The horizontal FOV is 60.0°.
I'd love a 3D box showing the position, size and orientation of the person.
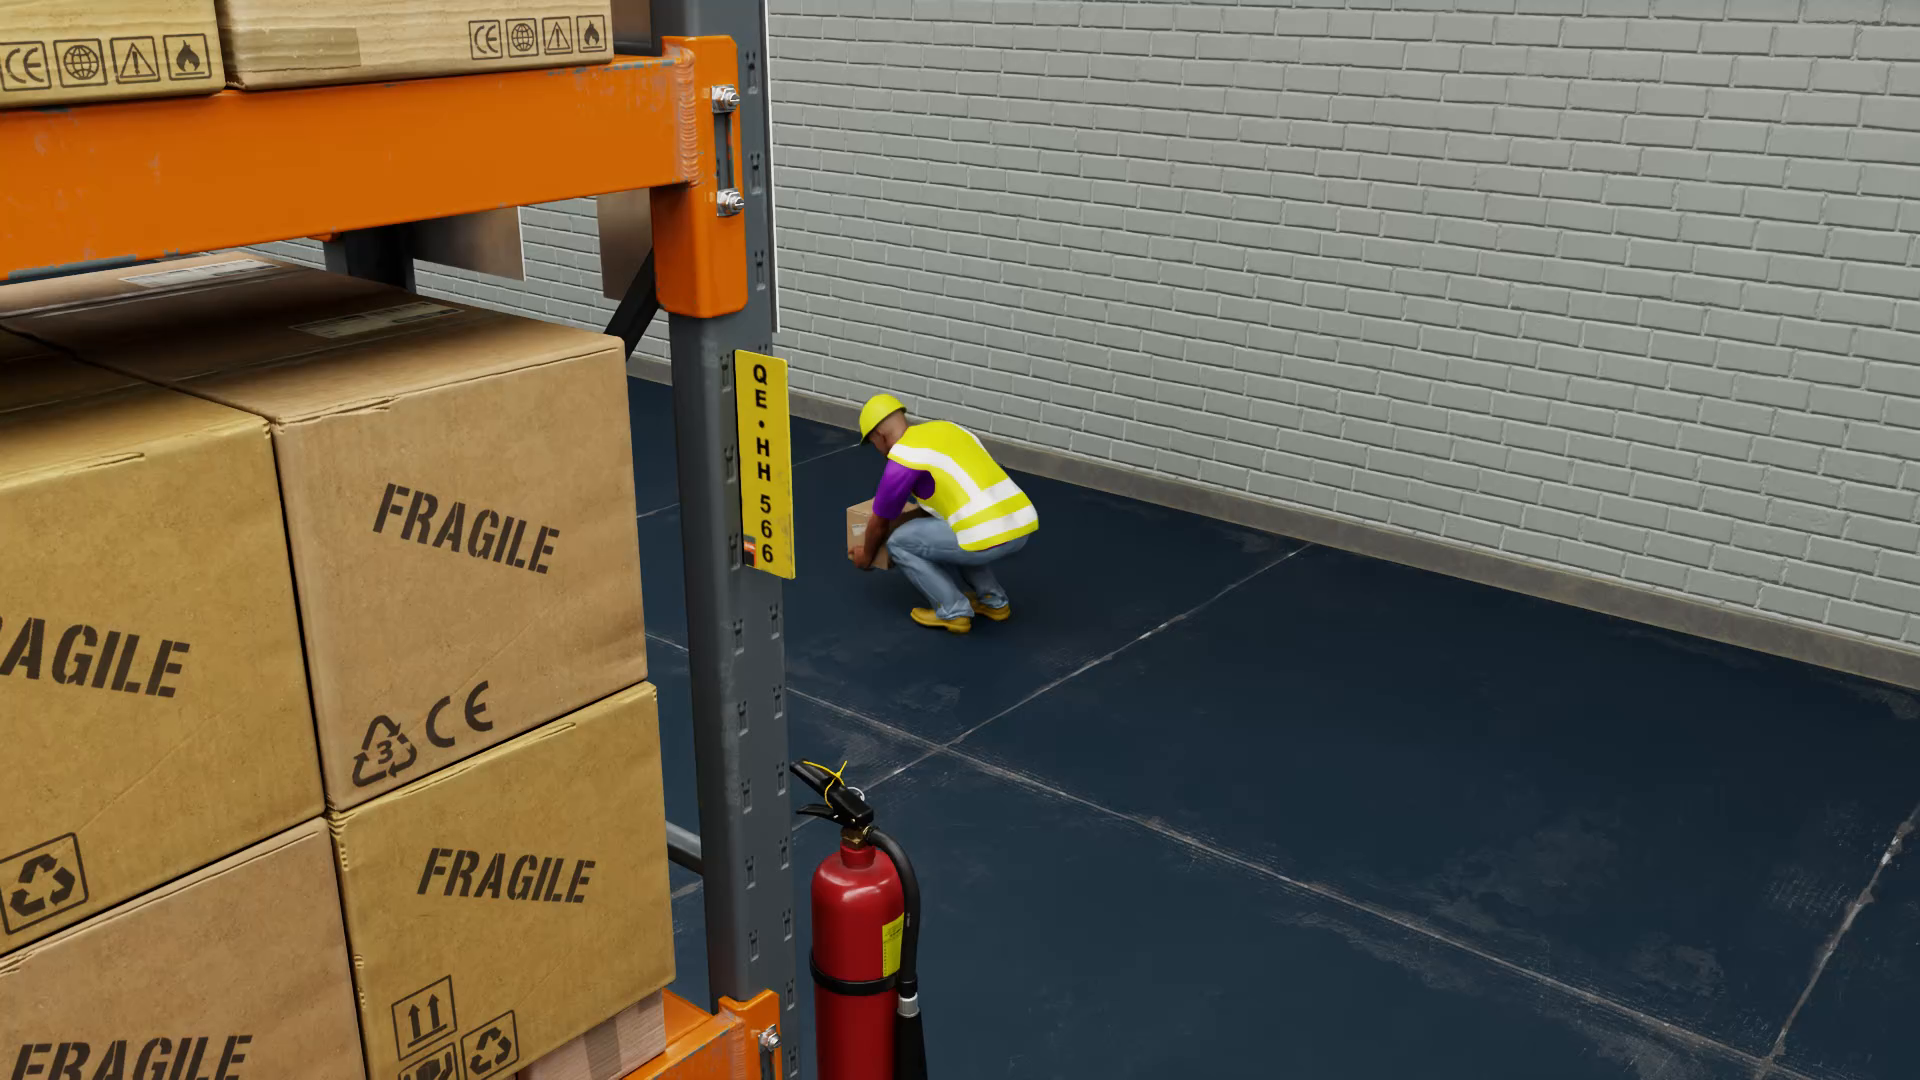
[{"bbox_3d":[-0.105,-0.123,7.489,0.897,1.013,0.546,15,25,35],"label":"person"}]
